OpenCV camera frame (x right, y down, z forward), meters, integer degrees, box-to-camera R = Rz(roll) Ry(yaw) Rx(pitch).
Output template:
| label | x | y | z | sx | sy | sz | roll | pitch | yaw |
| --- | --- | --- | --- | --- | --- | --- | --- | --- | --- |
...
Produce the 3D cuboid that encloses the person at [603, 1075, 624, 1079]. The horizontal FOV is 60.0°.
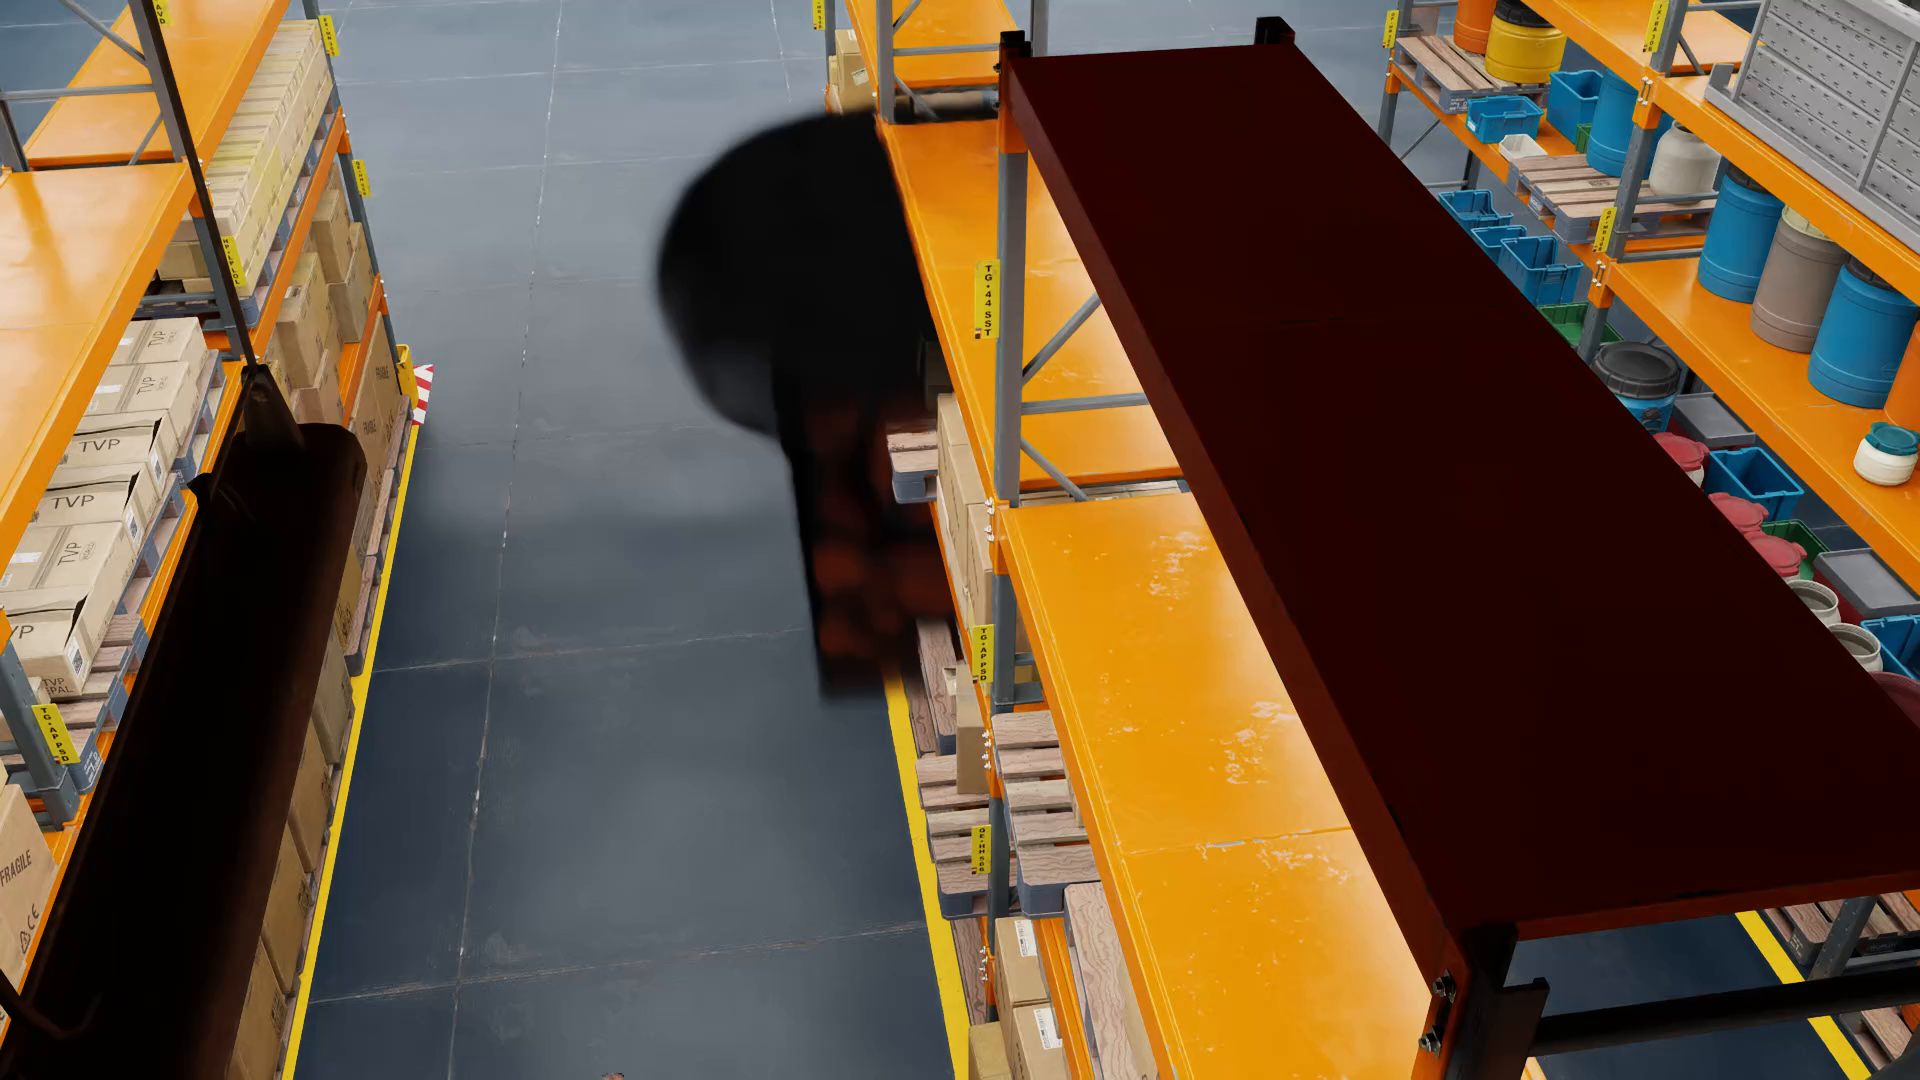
| label | x | y | z | sx | sy | sz | roll | pitch | yaw |
| --- | --- | --- | --- | --- | --- | --- | --- | --- | --- |
| person | -1.485 | 3.276 | 7.739 | 0.549 | 1.550 | 0.867 | -14 | 38 | -18 |
